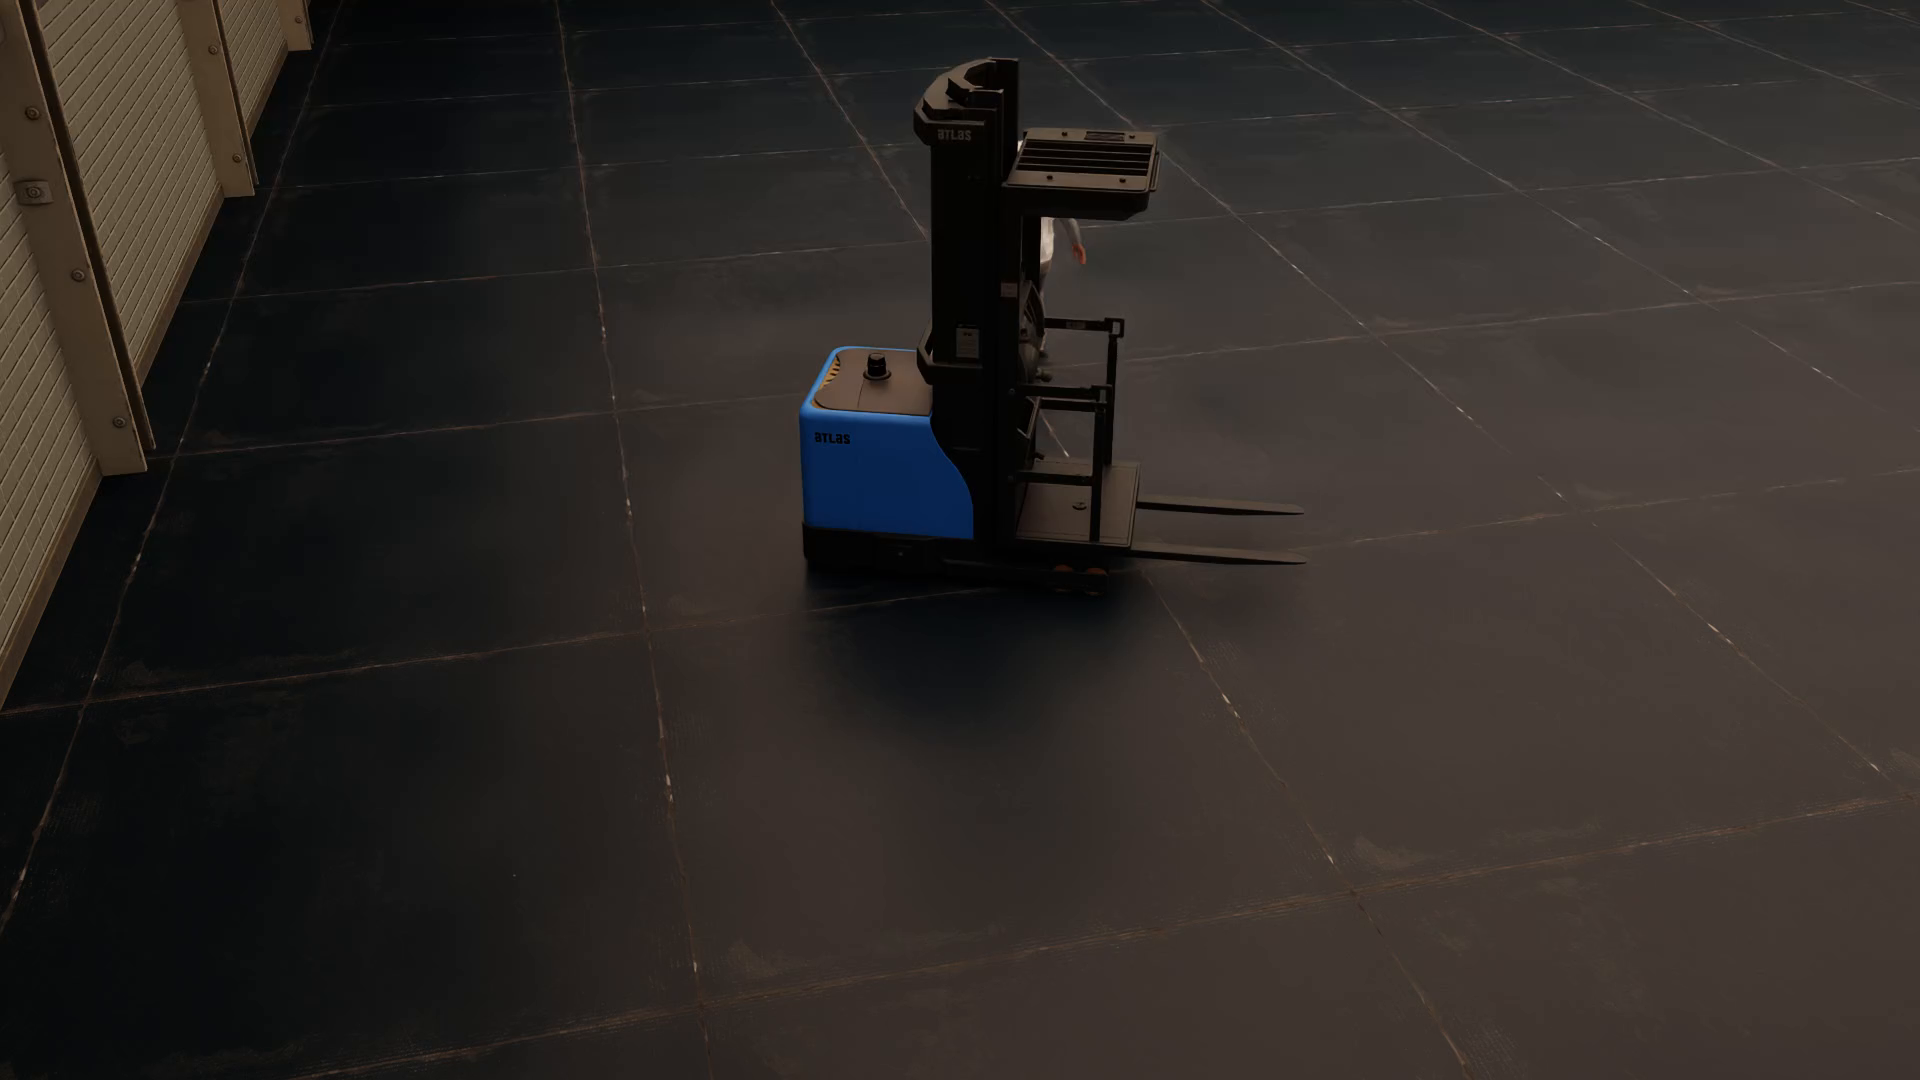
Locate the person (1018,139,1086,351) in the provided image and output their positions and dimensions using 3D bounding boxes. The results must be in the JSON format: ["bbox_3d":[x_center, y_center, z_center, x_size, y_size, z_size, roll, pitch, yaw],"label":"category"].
[{"bbox_3d":[0.475,-2.148,12.521,0.955,1.799,0.580,-7,31,-12],"label":"person"}]

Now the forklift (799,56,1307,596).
[{"bbox_3d":[0.603,-1.222,9.686,3.031,2.935,1.130,4,30,8],"label":"forklift"}]
